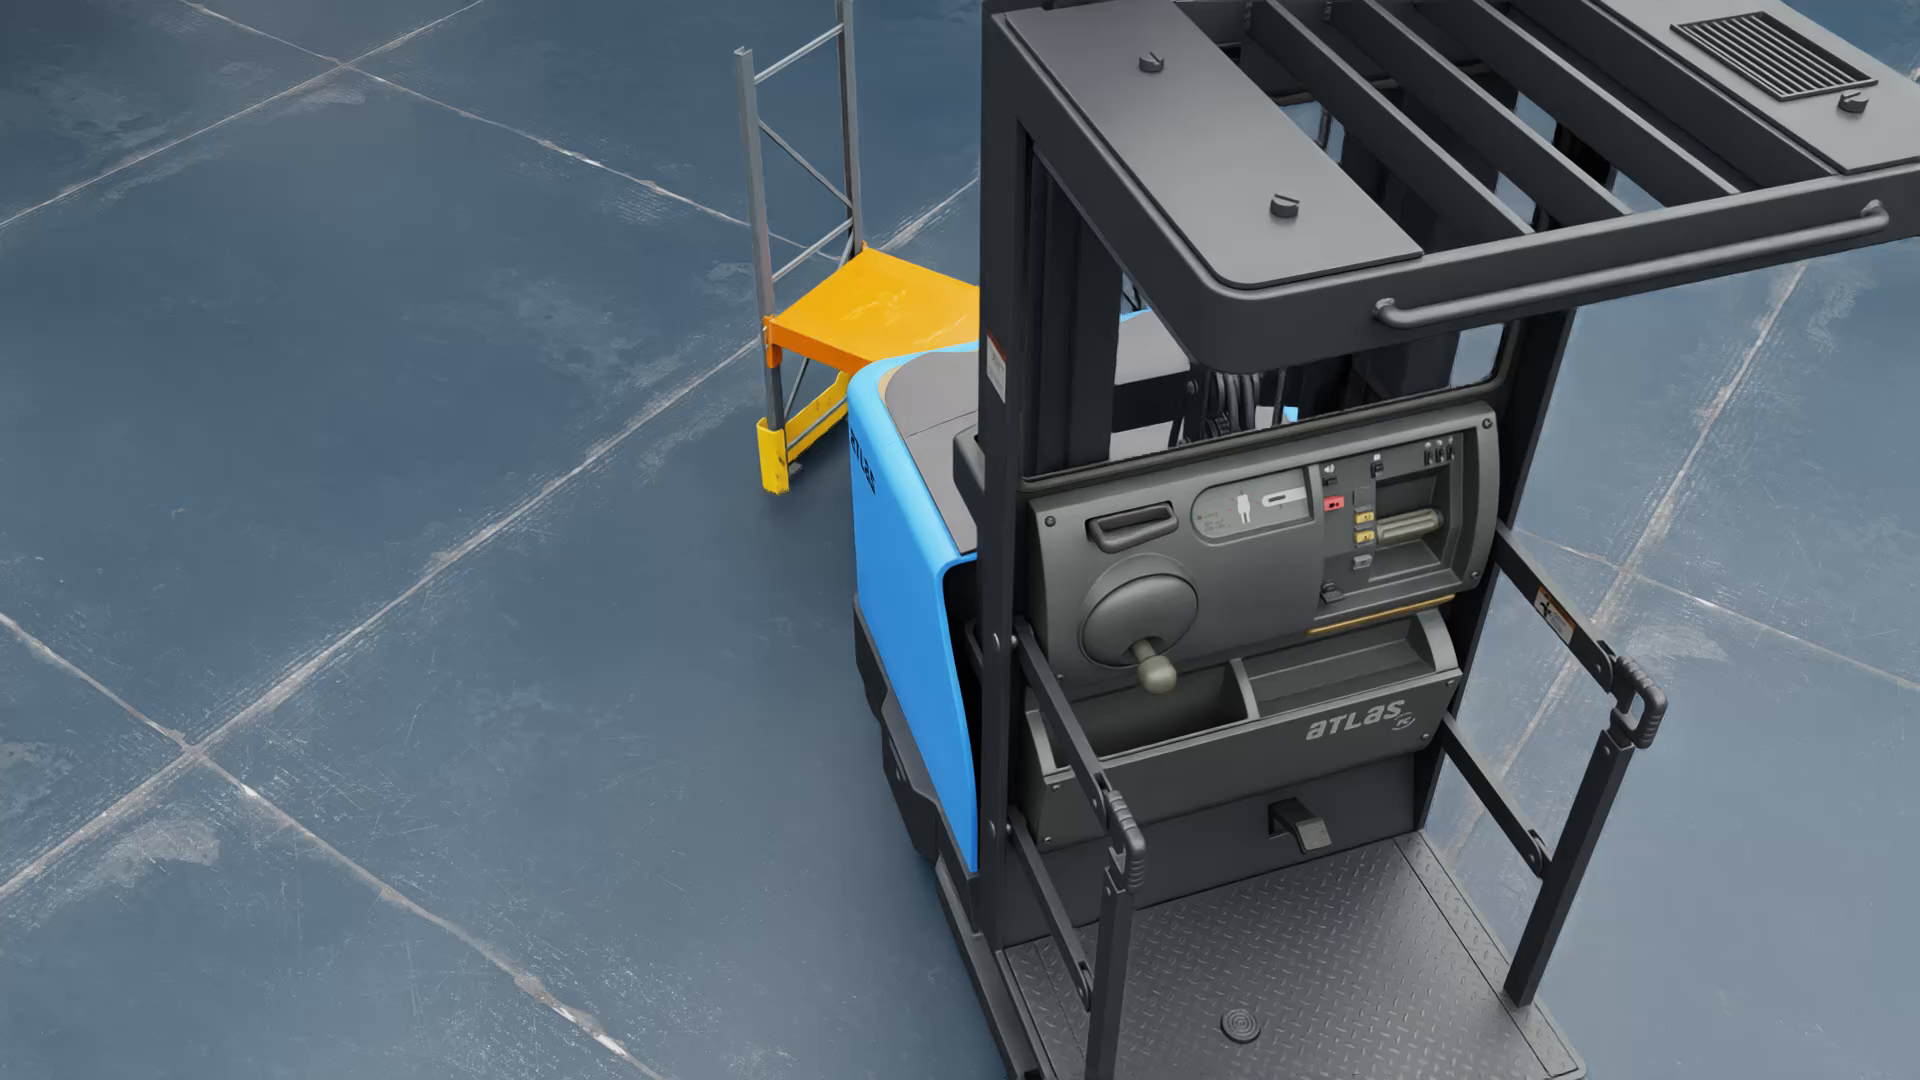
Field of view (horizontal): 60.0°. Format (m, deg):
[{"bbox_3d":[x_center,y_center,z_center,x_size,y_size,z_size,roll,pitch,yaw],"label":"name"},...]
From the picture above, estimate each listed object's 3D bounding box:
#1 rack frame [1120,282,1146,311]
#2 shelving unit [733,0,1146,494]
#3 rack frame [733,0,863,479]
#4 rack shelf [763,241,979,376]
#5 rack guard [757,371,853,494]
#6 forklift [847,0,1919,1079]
[{"bbox_3d":[0.391,-0.512,4.698,0.032,1.500,0.500,24,47,24],"label":"rack frame"},{"bbox_3d":[-0.042,-0.702,4.909,1.083,1.500,0.587,24,47,24],"label":"shelving unit"},{"bbox_3d":[-0.460,-0.884,5.113,0.032,1.500,0.500,24,47,24],"label":"rack frame"},{"bbox_3d":[-0.035,-0.564,5.026,1.000,0.185,0.538,24,47,24],"label":"rack shelf"},{"bbox_3d":[-0.459,-0.418,5.529,0.087,0.250,0.587,24,47,24],"label":"rack guard"},{"bbox_3d":[0.654,0.101,2.939,1.130,2.935,3.031,-13,43,-14],"label":"forklift"}]
